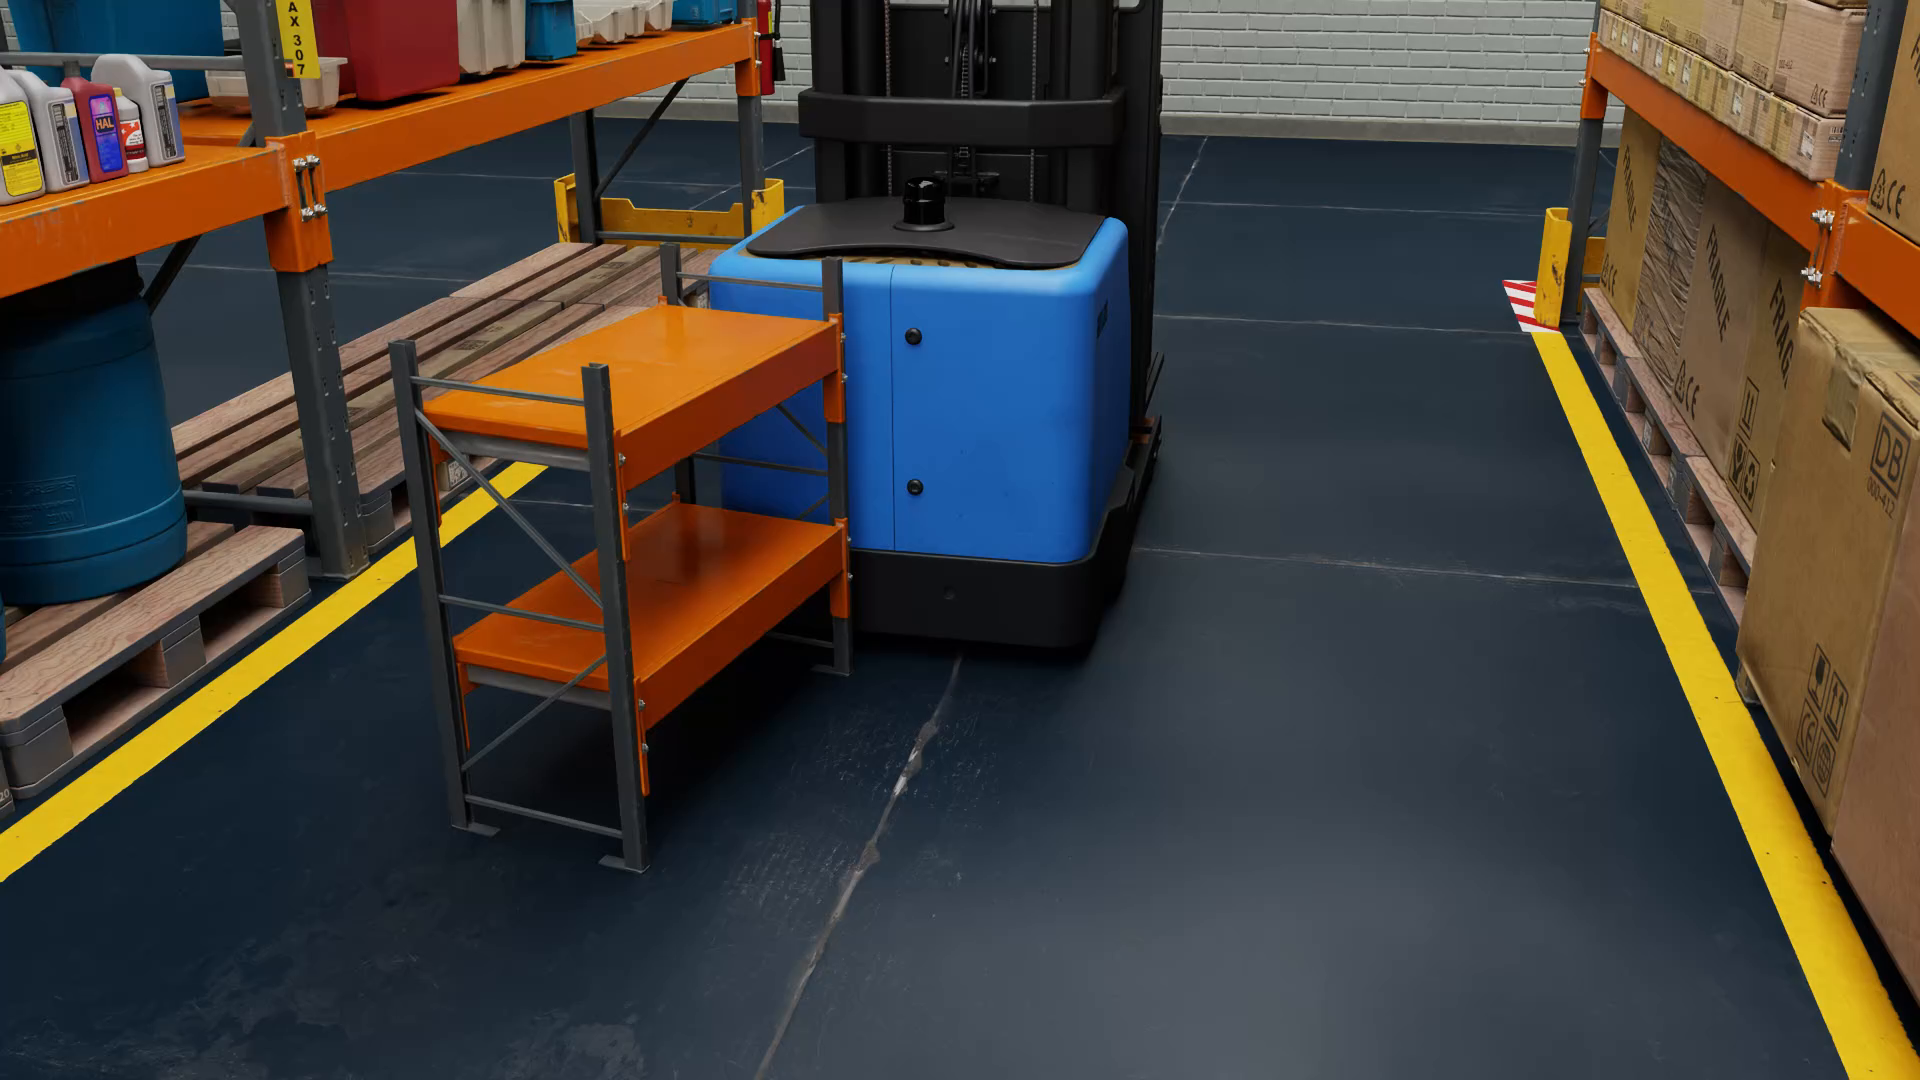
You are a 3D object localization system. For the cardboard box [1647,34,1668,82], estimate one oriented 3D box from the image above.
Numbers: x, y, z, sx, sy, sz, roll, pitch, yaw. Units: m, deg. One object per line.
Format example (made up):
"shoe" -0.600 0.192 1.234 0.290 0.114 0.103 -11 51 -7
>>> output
"cardboard box" 2.685 -1.717 5.937 0.380 0.149 0.250 4 22 10

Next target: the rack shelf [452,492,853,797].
"rack shelf" -0.715 0.208 3.987 0.538 0.278 1.000 9 24 21

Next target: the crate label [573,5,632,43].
"crate label" -1.603 -2.171 7.001 0.396 0.136 0.243 4 22 11

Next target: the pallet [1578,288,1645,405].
"pallet" 3.254 -0.816 7.098 1.003 0.211 1.213 4 22 11

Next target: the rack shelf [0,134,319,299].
"rack shelf" -2.732 -0.258 2.941 1.077 0.370 4.000 4 22 11

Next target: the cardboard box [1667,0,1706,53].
"cardboard box" 2.671 -1.756 5.502 0.500 0.250 0.500 4 22 10

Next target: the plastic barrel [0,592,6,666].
"plastic barrel" -2.596 -0.088 3.803 0.600 0.901 0.708 4 22 11

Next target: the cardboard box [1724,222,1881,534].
"cardboard box" 2.737 -0.390 4.588 0.875 0.875 0.875 4 22 11

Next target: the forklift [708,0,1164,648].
"forklift" 0.126 -1.590 5.379 1.130 2.935 3.031 4 22 11

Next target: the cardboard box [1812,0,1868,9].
"cardboard box" 2.357 -1.550 3.986 0.500 0.500 0.500 5 22 12

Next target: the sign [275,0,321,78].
"sign" -1.786 -1.409 4.466 0.100 0.325 0.005 4 22 11

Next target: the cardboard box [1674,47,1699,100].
"cardboard box" 2.581 -1.528 5.469 0.380 0.149 0.250 5 22 12

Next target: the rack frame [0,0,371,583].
"rack frame" -2.324 -1.323 4.623 1.000 3.000 0.127 4 22 11

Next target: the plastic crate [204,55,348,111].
"plastic crate" -2.089 -1.388 5.057 0.396 0.136 0.243 4 22 11

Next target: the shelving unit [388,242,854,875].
"shelving unit" -0.715 -0.019 3.896 0.538 1.125 1.048 9 24 21

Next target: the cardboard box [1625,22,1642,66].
"cardboard box" 2.790 -1.904 6.402 0.380 0.149 0.250 4 22 10

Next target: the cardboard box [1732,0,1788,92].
"cardboard box" 2.461 -1.385 4.579 0.500 0.250 0.500 5 23 13

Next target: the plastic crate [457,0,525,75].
"plastic crate" -1.832 -1.840 5.986 0.437 0.282 0.530 4 22 11

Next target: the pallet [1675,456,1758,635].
"pallet" 2.756 0.076 4.882 1.003 0.211 1.213 4 22 11

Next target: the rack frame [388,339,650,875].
"rack frame" -0.907 0.157 3.459 0.500 1.125 0.032 9 24 21

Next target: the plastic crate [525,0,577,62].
"plastic crate" -1.676 -1.965 6.362 0.416 0.233 0.300 4 22 11

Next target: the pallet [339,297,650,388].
"pallet" -1.965 -0.749 6.930 1.003 0.211 1.213 4 22 11

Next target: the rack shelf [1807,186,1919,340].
"rack shelf" 2.116 0.120 2.004 1.077 0.370 4.000 4 22 11

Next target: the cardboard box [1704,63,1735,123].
"cardboard box" 2.476 -1.342 5.006 0.380 0.149 0.250 5 22 12

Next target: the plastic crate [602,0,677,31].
"plastic crate" -1.497 -2.379 7.519 0.396 0.136 0.243 4 22 11

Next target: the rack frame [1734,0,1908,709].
"rack frame" 2.525 -0.945 3.686 1.000 3.000 0.127 4 22 11

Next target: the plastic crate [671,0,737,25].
"plastic crate" -1.394 -2.693 7.898 0.616 0.435 0.499 4 22 11

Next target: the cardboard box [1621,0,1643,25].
"cardboard box" 2.879 -2.131 6.432 0.500 0.250 0.500 4 22 10

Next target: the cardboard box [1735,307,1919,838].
"cardboard box" 2.413 0.081 3.419 1.225 0.875 0.875 5 22 11

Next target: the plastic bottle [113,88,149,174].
"plastic bottle" -2.085 -1.017 4.131 0.097 0.201 0.097 0 22 0

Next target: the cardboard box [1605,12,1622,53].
"cardboard box" 2.894 -2.093 6.872 0.380 0.149 0.250 4 22 10

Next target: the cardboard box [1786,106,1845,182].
"cardboard box" 2.266 -0.965 4.071 0.380 0.149 0.250 5 22 11

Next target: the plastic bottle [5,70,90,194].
"plastic bottle" -2.163 -0.963 3.895 0.152 0.276 0.135 4 22 11

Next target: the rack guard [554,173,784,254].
"rack guard" -1.516 -1.636 8.747 1.175 0.500 0.348 4 22 11

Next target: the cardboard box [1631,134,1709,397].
"cardboard box" 3.103 -1.044 6.214 0.875 0.875 0.875 4 22 11

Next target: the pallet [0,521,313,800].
"pallet" -2.522 0.250 4.451 1.003 0.211 1.213 4 22 11

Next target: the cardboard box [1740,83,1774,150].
"cardboard box" 2.371 -1.153 4.538 0.380 0.149 0.250 4 22 10
